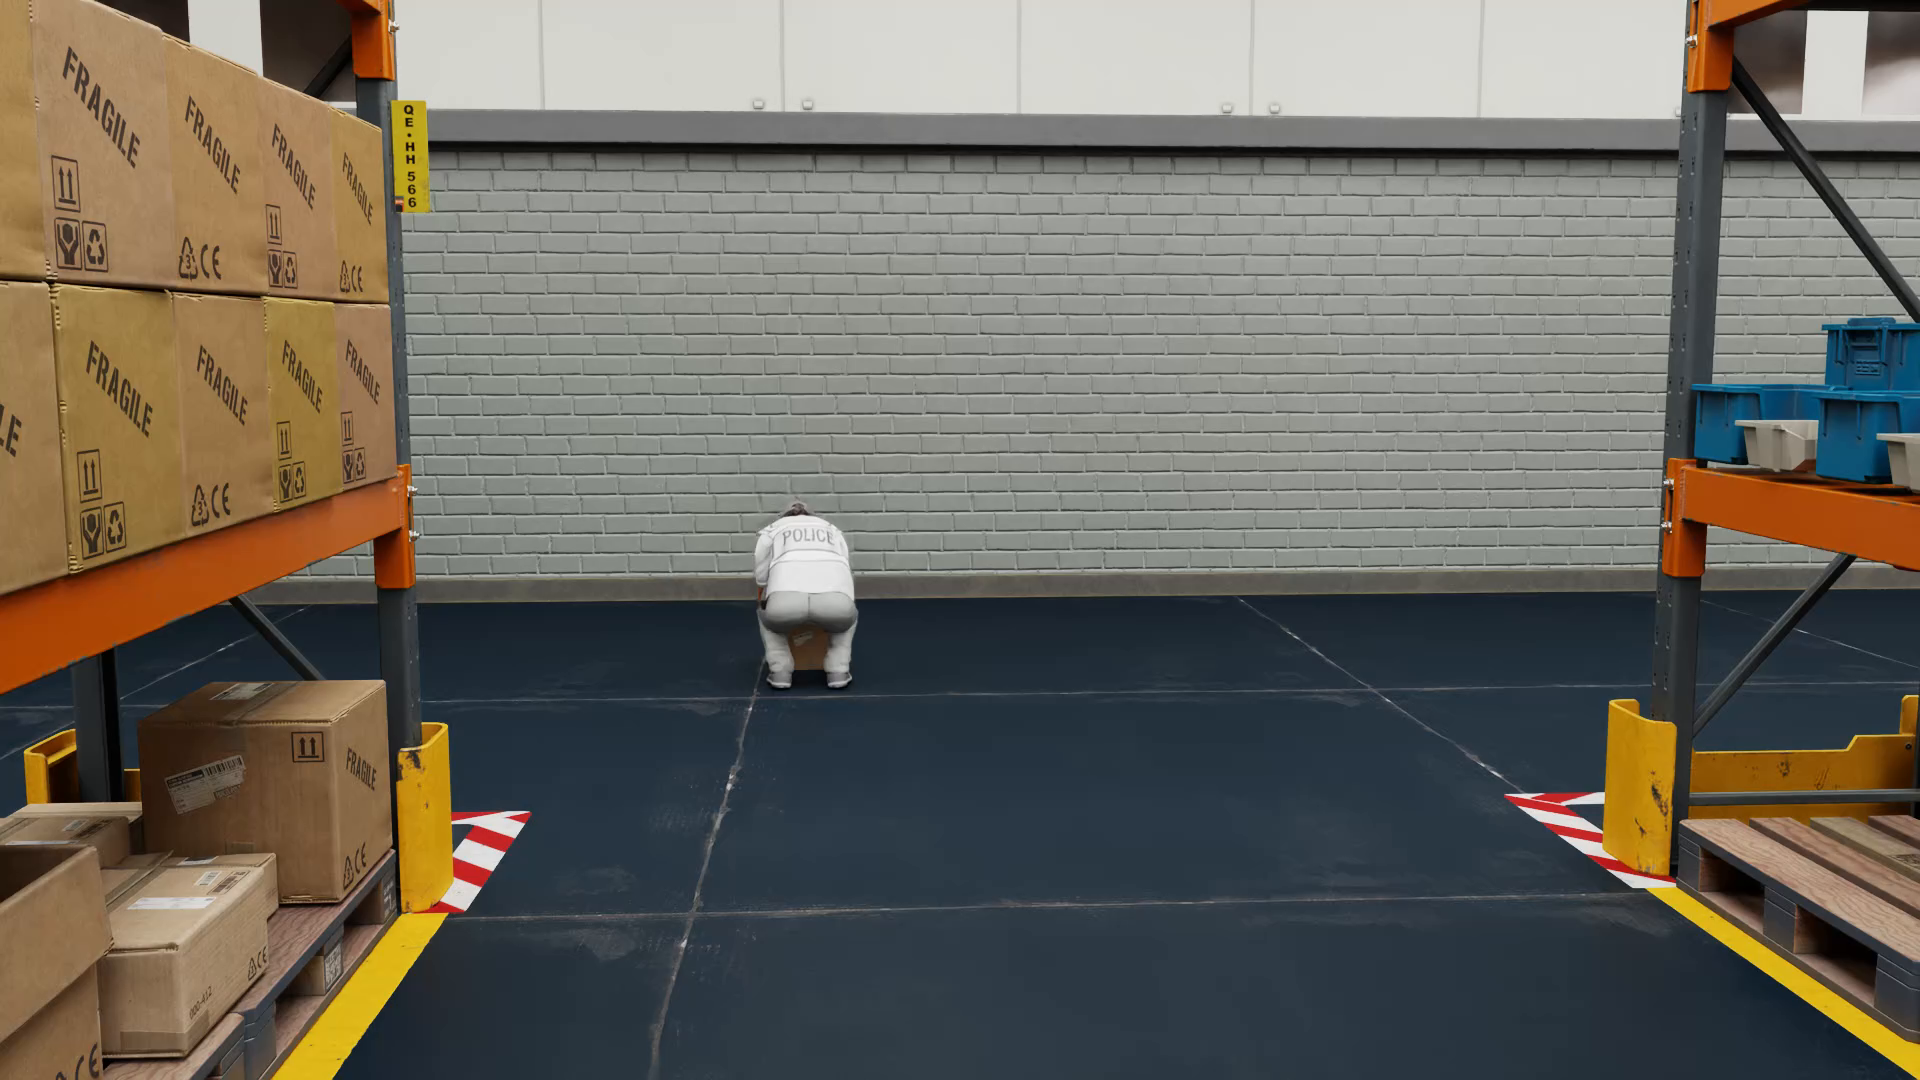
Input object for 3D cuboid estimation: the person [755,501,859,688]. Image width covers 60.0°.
[{"bbox_3d":[-0.766,0.274,8.296,0.523,0.874,0.863,0,7,-4],"label":"person"}]
